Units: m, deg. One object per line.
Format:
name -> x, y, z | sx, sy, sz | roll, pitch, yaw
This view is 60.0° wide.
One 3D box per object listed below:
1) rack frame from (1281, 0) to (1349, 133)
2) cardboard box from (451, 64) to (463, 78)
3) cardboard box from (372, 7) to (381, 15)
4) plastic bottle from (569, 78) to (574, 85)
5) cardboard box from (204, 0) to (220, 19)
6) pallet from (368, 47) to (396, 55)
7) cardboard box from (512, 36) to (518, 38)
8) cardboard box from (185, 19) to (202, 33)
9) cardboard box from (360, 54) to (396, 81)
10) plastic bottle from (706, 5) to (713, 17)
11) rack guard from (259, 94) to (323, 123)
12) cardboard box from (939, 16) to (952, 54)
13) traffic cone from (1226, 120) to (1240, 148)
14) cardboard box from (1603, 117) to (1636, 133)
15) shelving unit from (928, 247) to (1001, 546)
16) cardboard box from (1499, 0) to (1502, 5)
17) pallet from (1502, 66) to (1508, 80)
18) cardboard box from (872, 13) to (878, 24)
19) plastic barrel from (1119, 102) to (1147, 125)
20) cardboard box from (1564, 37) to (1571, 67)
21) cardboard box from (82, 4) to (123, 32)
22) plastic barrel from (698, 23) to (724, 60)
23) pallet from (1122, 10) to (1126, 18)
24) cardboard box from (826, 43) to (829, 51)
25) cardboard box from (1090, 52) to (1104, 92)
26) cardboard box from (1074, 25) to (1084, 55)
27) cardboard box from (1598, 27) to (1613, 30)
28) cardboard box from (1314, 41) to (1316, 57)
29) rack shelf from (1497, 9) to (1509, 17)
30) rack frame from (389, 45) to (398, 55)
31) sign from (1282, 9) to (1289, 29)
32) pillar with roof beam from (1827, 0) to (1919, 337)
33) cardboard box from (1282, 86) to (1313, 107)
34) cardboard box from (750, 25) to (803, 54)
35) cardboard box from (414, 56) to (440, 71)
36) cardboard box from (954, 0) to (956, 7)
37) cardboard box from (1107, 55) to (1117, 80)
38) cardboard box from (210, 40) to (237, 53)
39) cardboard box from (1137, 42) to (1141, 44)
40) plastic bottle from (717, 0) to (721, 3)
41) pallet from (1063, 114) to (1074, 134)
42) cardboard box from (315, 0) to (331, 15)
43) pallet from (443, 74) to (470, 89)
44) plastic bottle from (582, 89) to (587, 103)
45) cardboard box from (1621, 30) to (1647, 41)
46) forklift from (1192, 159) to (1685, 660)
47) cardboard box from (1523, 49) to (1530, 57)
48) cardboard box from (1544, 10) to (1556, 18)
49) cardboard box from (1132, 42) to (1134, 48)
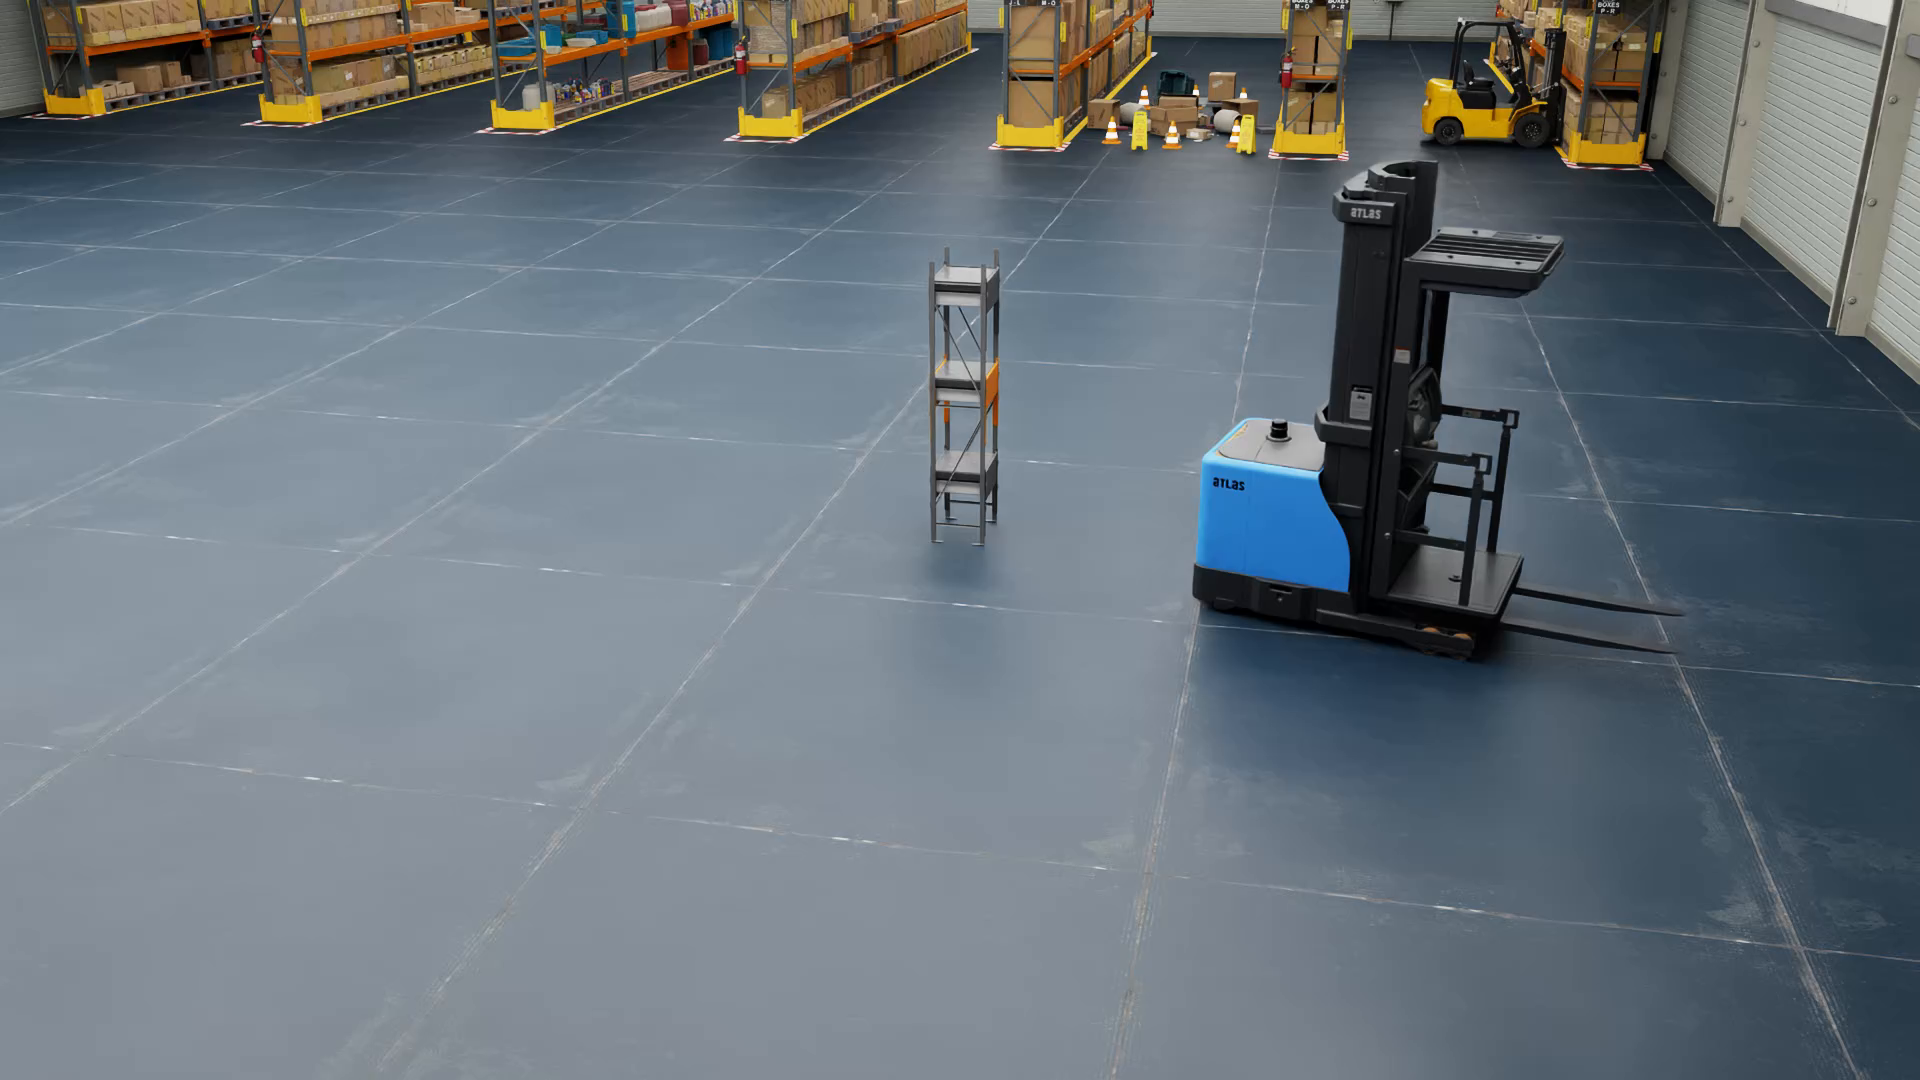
rack frame -> 6.138, -8.223, 28.757 | 1.000, 3.000, 0.127 | 4, 22, 11
cardboard box -> -11.806, -10.809, 38.295 | 0.500, 0.250, 0.500 | 5, 22, 12
cardboard box -> -12.446, -11.147, 35.015 | 0.380, 0.149, 0.250 | 4, 22, 11
plastic bottle -> -8.167, -9.531, 34.961 | 0.144, 0.351, 0.185 | 5, 22, 12
cardboard box -> -17.157, -12.009, 37.433 | 0.700, 0.500, 0.500 | 5, 22, 11
pallet -> -15.746, -12.919, 44.148 | 1.003, 0.211, 1.213 | 4, 22, 11
cardboard box -> -11.460, -12.447, 42.002 | 0.500, 0.500, 0.500 | 4, 22, 9
cardboard box -> -17.094, -11.318, 36.615 | 0.500, 0.250, 0.500 | 5, 22, 11
cardboard box -> -12.438, -10.097, 35.524 | 0.500, 0.500, 0.500 | 4, 22, 11
plastic bottle -> -6.092, -12.865, 40.449 | 0.152, 0.276, 0.135 | 4, 22, 11
rack guard -> -13.265, -8.567, 32.956 | 1.175, 0.500, 0.348 | 4, 22, 11
cardboard box -> -0.718, -13.141, 43.250 | 0.875, 0.875, 0.875 | 4, 22, 11
traffic cone -> 4.963, -7.302, 29.866 | 0.336, 0.463, 0.334 | 4, 22, 11
cardboard box -> 11.297, -7.154, 28.550 | 0.500, 0.250, 0.500 | 5, 22, 12
shelving unit -> 0.034, -1.035, 12.112 | 0.431, 2.100, 0.503 | 4, 22, 11
cardboard box -> 13.907, -13.621, 41.962 | 0.500, 0.250, 0.500 | 5, 22, 11
pallet -> 13.588, -11.193, 39.862 | 1.003, 0.211, 1.213 | 4, 22, 11
cardboard box -> -2.007, -11.407, 36.279 | 0.396, 0.266, 0.258 | 4, 22, 9
plastic barrel -> 3.358, -8.300, 32.395 | 0.421, 0.421, 0.512 | -16, 27, -35
cardboard box -> 11.276, -8.836, 30.145 | 0.500, 0.500, 0.500 | 4, 22, 10
cardboard box -> -17.608, -10.731, 34.153 | 0.500, 0.500, 0.500 | 5, 22, 11
plastic barrel -> -6.236, -12.510, 41.647 | 0.600, 0.901, 0.708 | 4, 22, 11
pallet -> 3.422, -12.595, 39.869 | 1.003, 0.211, 1.213 | 4, 22, 11
cardboard box -> -2.807, -9.771, 32.935 | 0.380, 0.149, 0.250 | 4, 22, 11
cardboard box -> 2.517, -10.105, 35.878 | 1.050, 0.750, 0.750 | 5, 22, 12
cardboard box -> 1.934, -9.758, 32.366 | 0.875, 0.550, 0.550 | 4, 22, 11
cardboard box -> 11.035, -8.754, 28.675 | 0.380, 0.149, 0.250 | 5, 22, 11
cardboard box -> 6.086, -8.810, 29.682 | 0.500, 0.500, 0.500 | 5, 22, 11
rack shelf -> 13.855, -12.633, 40.668 | 1.077, 0.370, 4.000 | 4, 22, 11
rack frame -> -15.662, -14.500, 44.342 | 1.000, 3.000, 0.127 | 4, 22, 11
sign -> 5.599, -8.957, 28.605 | 0.100, 0.325, 0.005 | 4, 22, 11
pillar with roof beam -> 5.360, -6.755, 17.080 | 9.100, 9.000, 0.400 | 4, 22, 11
cardboard box -> 6.150, -7.995, 30.304 | 0.500, 0.500, 0.500 | 5, 23, 13
cardboard box -> -3.424, -9.362, 31.053 | 0.875, 0.500, 0.500 | 4, 22, 11
cardboard box -> -12.009, -10.693, 37.256 | 0.500, 0.311, 0.500 | 4, 22, 10
cardboard box -> -0.308, -14.090, 43.660 | 0.380, 0.149, 0.250 | 5, 22, 11
cardboard box -> 3.298, -10.764, 37.849 | 0.500, 0.500, 0.500 | 4, 22, 9
cardboard box -> -17.074, -11.399, 38.395 | 0.500, 0.250, 0.500 | 4, 22, 10
cardboard box -> 4.440, -12.738, 42.823 | 0.380, 0.149, 0.250 | 6, 23, 14
plastic bottle -> -6.010, -13.305, 41.439 | 0.144, 0.351, 0.185 | 4, 22, 11
pallet -> 1.609, -8.014, 31.969 | 1.003, 0.211, 1.213 | 4, 22, 11
cardboard box -> -13.040, -10.765, 33.198 | 0.700, 0.500, 0.500 | 4, 22, 10
pallet -> -12.085, -10.625, 38.452 | 1.003, 0.211, 1.213 | 4, 22, 11
plastic bottle -> -7.667, -9.060, 33.896 | 0.097, 0.271, 0.097 | 0, 22, 0
cardboard box -> 11.391, -8.531, 28.120 | 0.380, 0.149, 0.250 | 5, 23, 13
forklift -> 3.124, -0.830, 10.491 | 3.031, 2.935, 1.130 | 10, 24, 24
cardboard box -> 12.908, -10.978, 37.512 | 0.380, 0.149, 0.250 | 5, 23, 13
cardboard box -> 12.156, -10.735, 33.991 | 0.380, 0.149, 0.250 | 5, 22, 12
cardboard box -> 4.108, -12.307, 41.355 | 0.380, 0.149, 0.250 | 6, 23, 14
